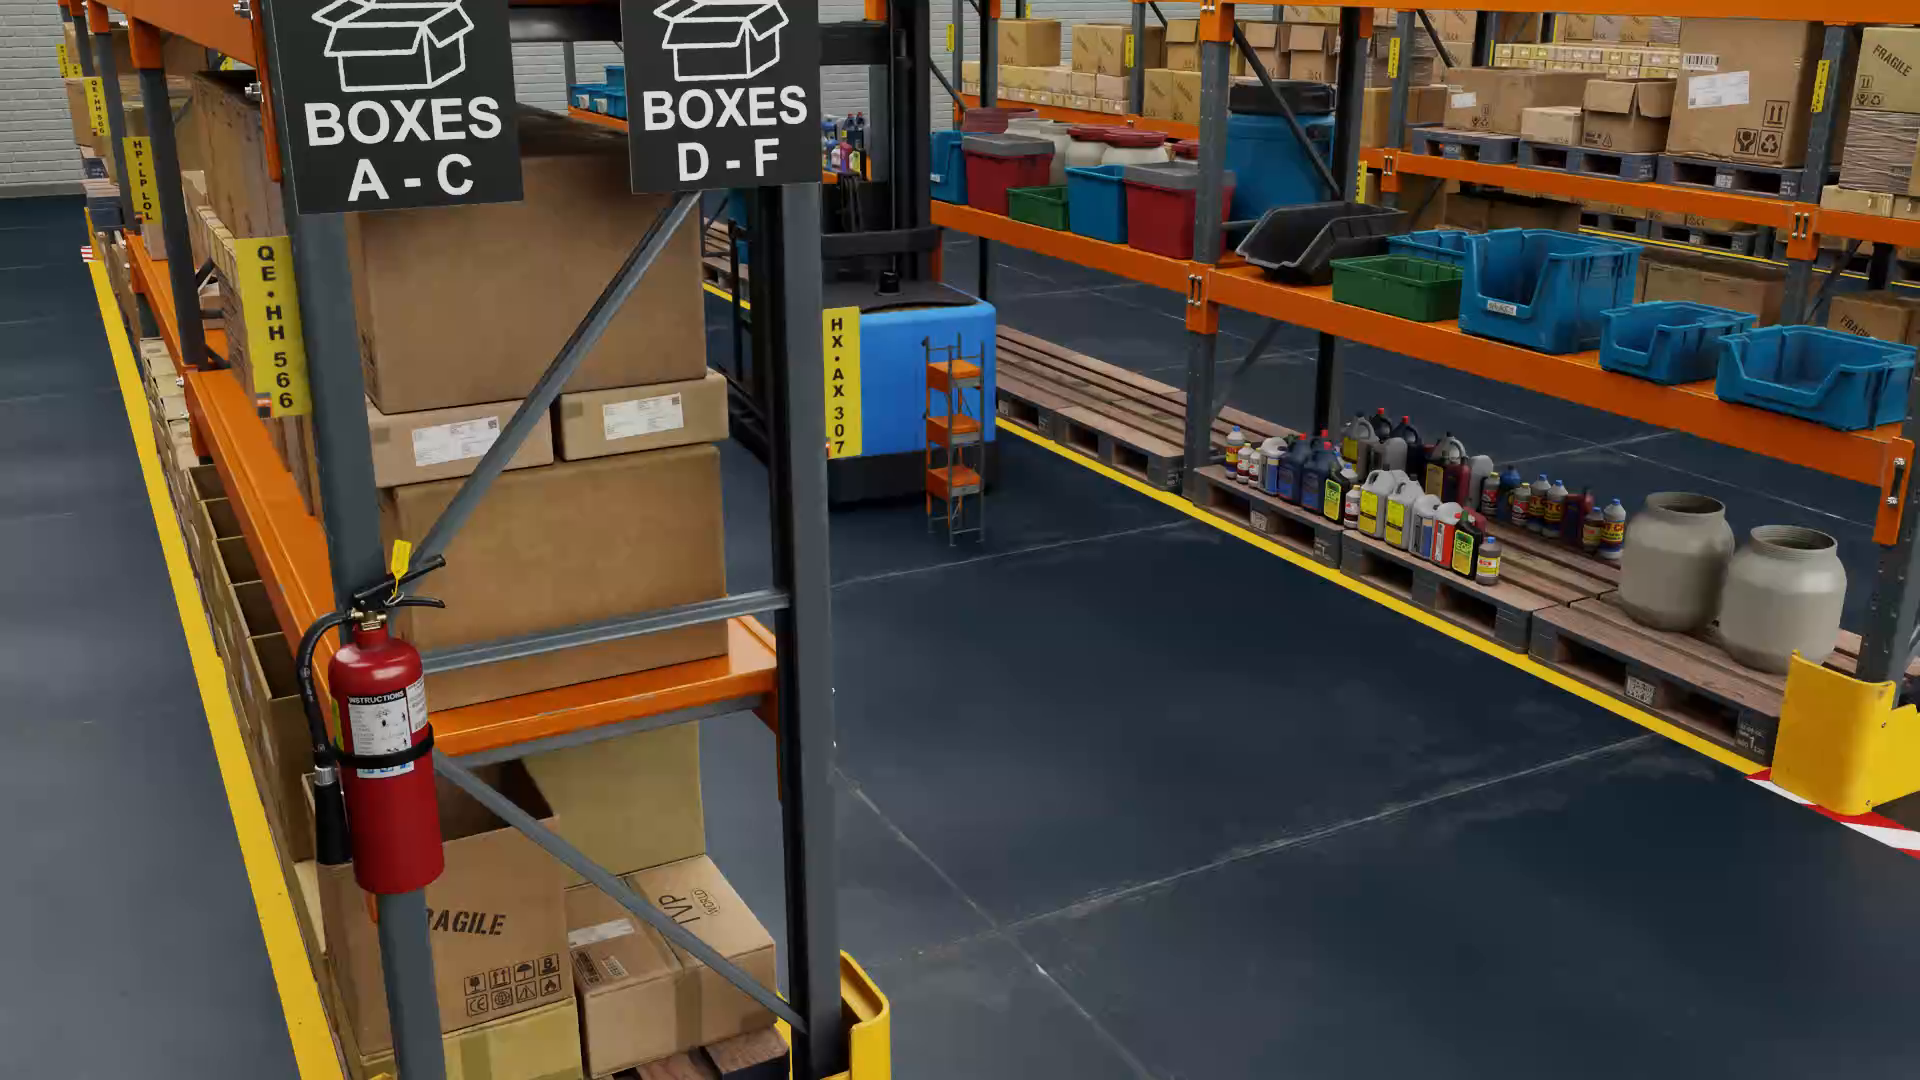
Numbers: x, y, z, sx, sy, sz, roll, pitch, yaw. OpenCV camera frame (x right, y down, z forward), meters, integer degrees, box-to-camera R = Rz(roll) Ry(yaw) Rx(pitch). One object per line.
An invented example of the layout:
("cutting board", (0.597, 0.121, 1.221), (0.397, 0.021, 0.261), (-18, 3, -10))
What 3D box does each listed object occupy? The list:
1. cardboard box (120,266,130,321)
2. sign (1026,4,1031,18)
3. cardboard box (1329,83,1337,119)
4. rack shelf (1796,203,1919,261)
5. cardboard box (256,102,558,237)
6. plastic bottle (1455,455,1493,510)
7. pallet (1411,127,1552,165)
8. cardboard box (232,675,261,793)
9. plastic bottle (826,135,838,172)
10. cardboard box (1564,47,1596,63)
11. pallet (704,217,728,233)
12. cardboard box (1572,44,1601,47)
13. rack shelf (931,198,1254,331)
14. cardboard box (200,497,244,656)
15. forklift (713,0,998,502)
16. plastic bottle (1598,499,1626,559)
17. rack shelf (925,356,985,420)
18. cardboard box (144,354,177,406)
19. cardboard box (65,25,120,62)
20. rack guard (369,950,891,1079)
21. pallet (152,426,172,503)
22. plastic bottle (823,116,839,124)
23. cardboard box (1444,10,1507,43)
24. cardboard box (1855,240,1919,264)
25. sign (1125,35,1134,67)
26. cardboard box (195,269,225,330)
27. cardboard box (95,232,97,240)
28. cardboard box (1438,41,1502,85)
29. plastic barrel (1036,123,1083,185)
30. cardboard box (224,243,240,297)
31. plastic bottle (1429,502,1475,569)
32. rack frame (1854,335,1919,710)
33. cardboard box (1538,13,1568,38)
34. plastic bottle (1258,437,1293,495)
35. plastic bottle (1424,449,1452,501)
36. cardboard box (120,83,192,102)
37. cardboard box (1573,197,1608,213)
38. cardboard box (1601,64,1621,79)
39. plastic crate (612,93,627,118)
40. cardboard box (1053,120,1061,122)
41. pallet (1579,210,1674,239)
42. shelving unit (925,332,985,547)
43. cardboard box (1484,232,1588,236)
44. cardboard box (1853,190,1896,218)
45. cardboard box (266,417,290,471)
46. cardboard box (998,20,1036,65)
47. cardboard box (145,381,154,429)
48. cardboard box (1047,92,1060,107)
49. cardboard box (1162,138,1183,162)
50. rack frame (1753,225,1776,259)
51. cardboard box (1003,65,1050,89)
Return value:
("cardboard box", (-6.170, -1.946, 12.830), (0.500, 0.500, 0.500), (-10, 21, -26))
("sign", (0.856, -6.669, 21.220), (0.100, 0.325, 0.005), (-10, 21, -27))
("cardboard box", (3.487, -3.927, 15.261), (0.500, 0.500, 0.500), (-10, 22, -27))
("rack shelf", (7.020, -1.570, 9.686), (1.077, 0.370, 4.000), (-10, 21, -27))
("cardboard box", (-1.480, -0.909, 4.525), (0.700, 0.500, 0.500), (-10, 21, -26))
("plastic bottle", (2.589, -0.302, 8.410), (0.152, 0.276, 0.135), (-10, 21, -26))
("pallet", (4.603, -3.354, 14.047), (1.213, 0.211, 1.003), (-10, 21, -27))
("cardboard box", (-2.230, 0.619, 5.810), (0.500, 0.250, 0.500), (-10, 21, -27))
("plastic bottle", (-0.996, -3.013, 12.961), (0.097, 0.271, 0.097), (0, 19, 0))
("cardboard box", (6.962, -5.398, 18.507), (0.380, 0.149, 0.250), (-10, 21, -27))
("pallet", (-3.054, -3.251, 17.730), (1.003, 0.211, 1.213), (-10, 21, -27))
("cardboard box", (7.296, -5.645, 19.221), (0.380, 0.149, 0.250), (-11, 22, -28))
("rack shelf", (0.762, -1.951, 10.790), (1.077, 0.370, 4.000), (-10, 21, -27))
("cardboard box", (-2.461, 0.120, 6.108), (0.500, 0.500, 0.500), (-10, 21, -27))
("forklift", (-0.824, -2.032, 10.028), (1.130, 2.935, 3.031), (-8, 21, -22))
("plastic bottle", (3.024, -0.056, 7.703), (0.097, 0.271, 0.097), (0, 19, 0))
("rack shelf", (-0.025, -0.770, 8.416), (0.215, 0.259, 0.240), (-10, 21, -27))
("cardboard box", (-4.302, -0.918, 9.404), (0.500, 0.311, 0.500), (-11, 22, -28))
("cardboard box", (-7.881, -4.454, 15.255), (0.500, 0.500, 0.500), (-10, 21, -26))
("rack guard", (-0.739, 1.386, 3.849), (1.175, 0.500, 0.348), (-10, 21, -27))
("pallet", (-4.192, -0.539, 9.869), (1.003, 0.211, 1.213), (-10, 21, -27))
("plastic bottle", (-1.139, -3.604, 14.667), (0.152, 0.276, 0.135), (-10, 21, -27))
("cardboard box", (6.223, -6.274, 20.072), (0.500, 0.500, 0.500), (-11, 22, -29))
("cardboard box", (9.212, -3.068, 15.728), (1.050, 0.750, 0.750), (-10, 21, -26))
("sign", (1.784, -5.141, 17.483), (0.100, 0.325, 0.005), (-10, 21, -27))
("cardboard box", (-3.229, -1.111, 7.460), (0.396, 0.266, 0.258), (-11, 22, -28))
("cardboard box", (-8.452, -3.083, 16.663), (0.380, 0.149, 0.250), (-10, 21, -27))
("cardboard box", (6.206, -5.803, 20.241), (0.500, 0.500, 0.500), (-10, 21, -27))
("plastic barrel", (0.688, -2.535, 11.208), (0.421, 0.512, 0.421), (0, 19, 0))
("cardboard box", (-2.206, -0.905, 5.507), (0.380, 0.149, 0.250), (-11, 22, -28))
("plastic bottle", (2.257, -0.025, 7.607), (0.152, 0.276, 0.135), (-10, 21, -26))
("rack frame", (3.611, -0.569, 5.682), (1.000, 3.000, 0.127), (-10, 21, -27))
("cardboard box", (9.071, -7.802, 24.958), (0.500, 0.500, 0.500), (-11, 22, -28))
("plastic bottle", (1.655, -0.390, 8.663), (0.152, 0.276, 0.135), (-9, 21, -25))
("plastic bottle", (2.437, -0.330, 8.478), (0.061, 0.283, 0.133), (-10, 21, -27))
("cardboard box", (-5.555, -2.996, 11.917), (0.700, 0.500, 0.500), (-17, 25, -40))
("cardboard box", (7.315, -3.984, 18.767), (0.500, 0.500, 0.500), (-10, 21, -26))
("cardboard box", (7.211, -5.108, 18.120), (0.380, 0.149, 0.250), (-10, 22, -28))
("plastic crate", (-3.392, -4.525, 17.312), (0.416, 0.233, 0.300), (-10, 21, -27))
("cardboard box", (1.178, -4.691, 20.240), (0.875, 0.875, 0.875), (-10, 21, -27))
("pallet", (7.639, -3.628, 18.822), (1.003, 0.211, 1.213), (-10, 21, -27))
("shelving unit", (-0.025, -0.512, 8.505), (0.215, 1.050, 0.252), (-10, 21, -27))
("cardboard box", (4.781, -2.312, 13.892), (0.700, 0.500, 0.500), (-12, 22, -31))
("cardboard box", (6.015, -2.184, 10.746), (0.380, 0.149, 0.250), (-10, 21, -27))
("cardboard box", (-1.942, -0.577, 5.551), (0.700, 0.500, 0.500), (-10, 21, -26))
("cardboard box", (0.600, -6.030, 20.133), (0.500, 0.500, 0.500), (-11, 22, -28))
("cardboard box", (-4.559, -0.802, 9.929), (0.500, 0.250, 0.500), (-10, 21, -27))
("cardboard box", (1.228, -5.068, 19.105), (0.380, 0.149, 0.250), (-10, 22, -28))
("cardboard box", (2.593, -3.794, 17.643), (1.225, 0.875, 0.875), (-10, 21, -26))
("rack frame", (8.584, -4.372, 16.703), (1.000, 3.000, 0.127), (-10, 21, -27))
("cardboard box", (0.850, -5.526, 19.822), (0.500, 0.250, 0.500), (-11, 22, -28))
